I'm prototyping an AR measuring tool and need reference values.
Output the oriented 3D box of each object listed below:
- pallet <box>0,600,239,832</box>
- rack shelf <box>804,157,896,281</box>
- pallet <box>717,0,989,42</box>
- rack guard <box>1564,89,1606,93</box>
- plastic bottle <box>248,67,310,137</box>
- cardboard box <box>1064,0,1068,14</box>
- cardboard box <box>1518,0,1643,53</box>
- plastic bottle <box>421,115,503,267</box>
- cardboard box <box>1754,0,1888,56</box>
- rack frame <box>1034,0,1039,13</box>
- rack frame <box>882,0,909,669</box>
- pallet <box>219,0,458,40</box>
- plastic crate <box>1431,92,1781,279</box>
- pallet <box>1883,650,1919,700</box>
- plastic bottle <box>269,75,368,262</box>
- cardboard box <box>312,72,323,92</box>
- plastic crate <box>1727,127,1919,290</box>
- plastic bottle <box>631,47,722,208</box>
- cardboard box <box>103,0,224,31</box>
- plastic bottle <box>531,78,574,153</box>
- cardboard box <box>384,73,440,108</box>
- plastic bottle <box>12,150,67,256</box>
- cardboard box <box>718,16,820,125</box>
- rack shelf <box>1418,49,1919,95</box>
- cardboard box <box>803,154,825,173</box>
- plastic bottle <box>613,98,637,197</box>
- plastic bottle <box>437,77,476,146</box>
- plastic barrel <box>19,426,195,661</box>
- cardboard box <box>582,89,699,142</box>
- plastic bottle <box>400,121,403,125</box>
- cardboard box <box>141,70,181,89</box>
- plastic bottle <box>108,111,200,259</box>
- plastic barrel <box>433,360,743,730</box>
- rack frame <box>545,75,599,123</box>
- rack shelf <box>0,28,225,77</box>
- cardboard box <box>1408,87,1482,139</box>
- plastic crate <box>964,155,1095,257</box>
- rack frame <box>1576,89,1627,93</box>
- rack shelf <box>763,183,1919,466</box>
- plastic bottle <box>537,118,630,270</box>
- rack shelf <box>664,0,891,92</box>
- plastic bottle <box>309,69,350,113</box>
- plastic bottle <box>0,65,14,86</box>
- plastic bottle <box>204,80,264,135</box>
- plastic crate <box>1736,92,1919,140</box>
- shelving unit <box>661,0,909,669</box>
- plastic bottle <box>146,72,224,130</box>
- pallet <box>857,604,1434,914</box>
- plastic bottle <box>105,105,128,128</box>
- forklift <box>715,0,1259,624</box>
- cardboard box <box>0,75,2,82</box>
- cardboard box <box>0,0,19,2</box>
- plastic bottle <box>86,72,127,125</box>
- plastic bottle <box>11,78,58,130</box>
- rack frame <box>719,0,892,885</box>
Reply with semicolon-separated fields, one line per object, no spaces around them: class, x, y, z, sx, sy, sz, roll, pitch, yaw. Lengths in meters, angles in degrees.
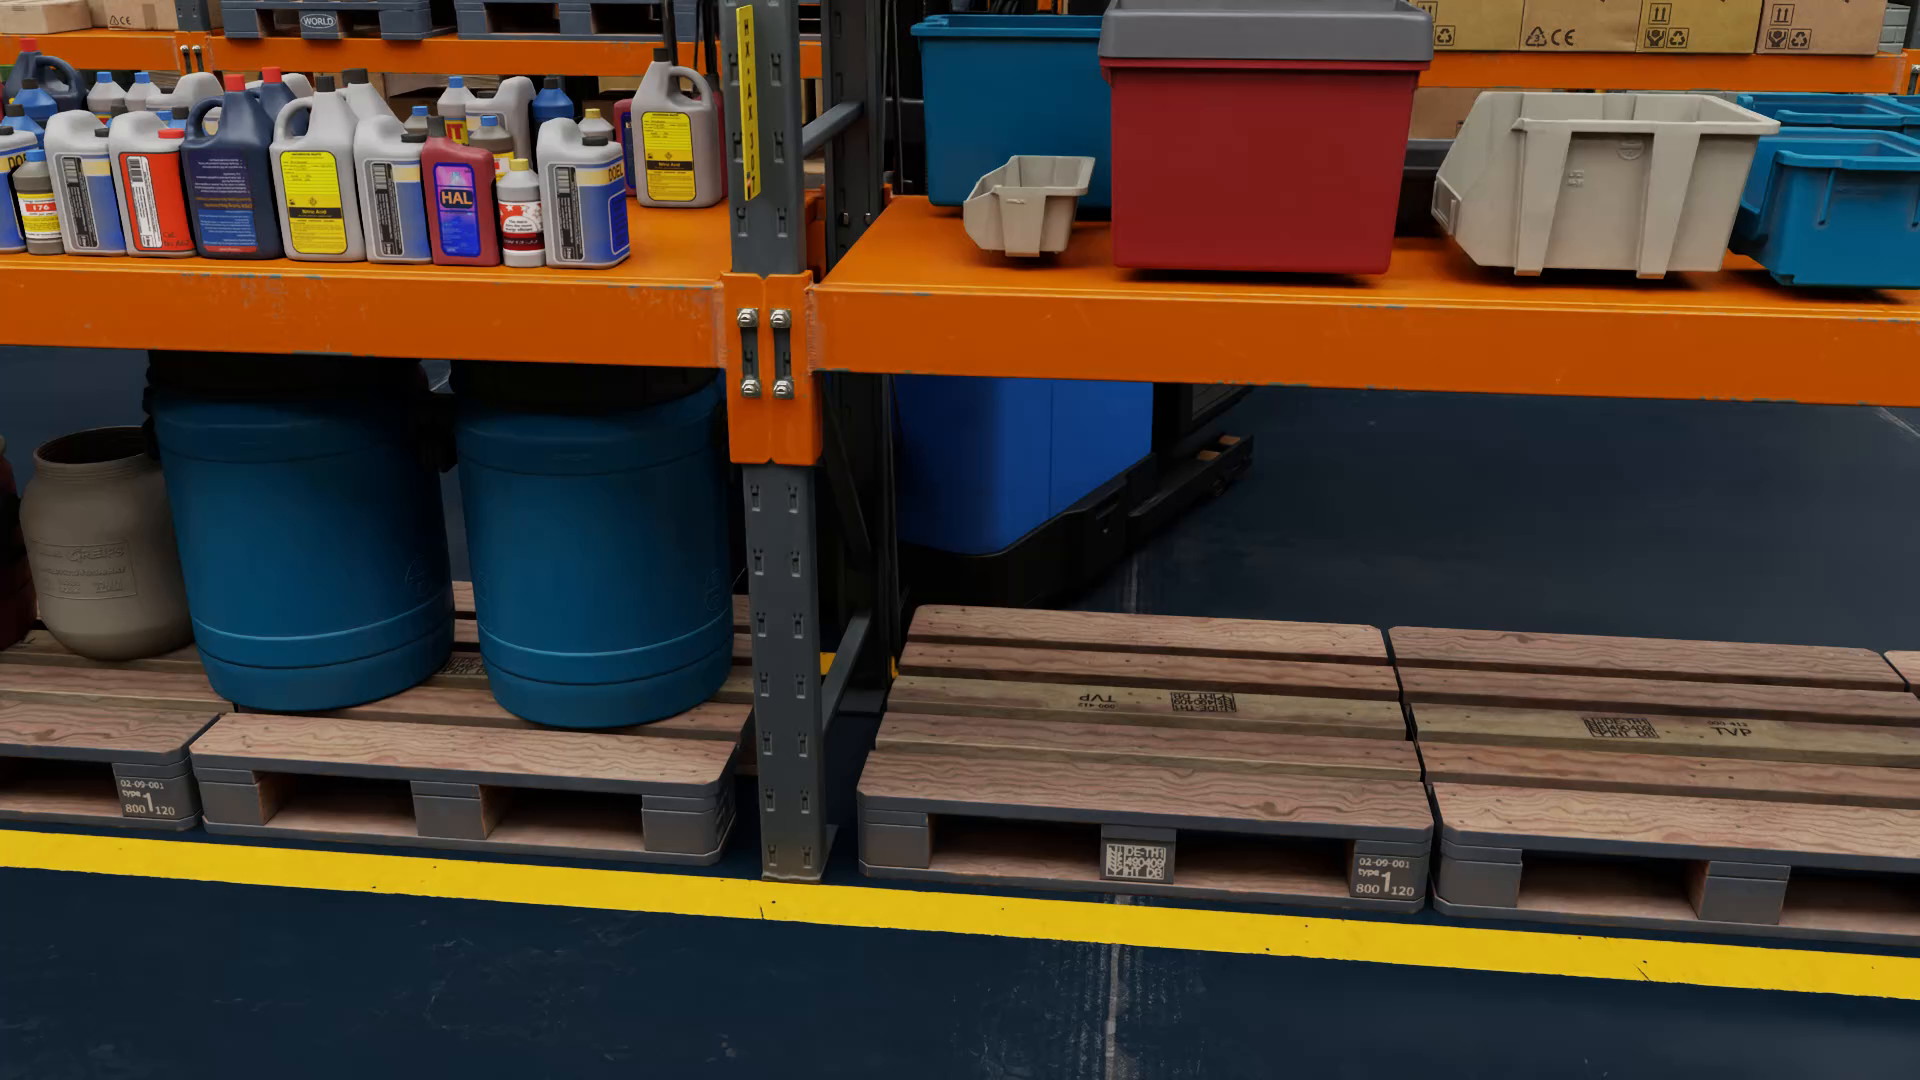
pallet;-2.281;0.357;4.250;1.213;0.211;1.003;2;22;6
rack shelf;-0.418;-0.705;4.319;0.480;0.518;0.431;0;19;7
pallet;-0.499;-2.633;8.280;1.213;0.211;1.003;2;22;6
rack guard;4.857;-3.120;12.651;0.348;0.500;1.175;2;22;6
plastic bottle;-1.422;-0.797;3.444;0.185;0.351;0.144;2;22;6
cardboard box;0.756;-2.573;7.731;0.500;0.500;0.500;3;22;8
cardboard box;2.767;-2.486;7.512;0.500;0.500;0.500;3;22;7
plastic bottle;-0.969;-0.677;3.232;0.133;0.283;0.061;2;22;6
cardboard box;3.778;-2.441;7.398;0.500;0.500;0.500;3;22;8
rack frame;0.282;-2.648;8.057;0.127;3.000;1.000;2;22;6
rack frame;-0.176;-0.716;4.286;0.015;2.100;0.400;0;19;7
pallet;-3.009;-2.728;8.521;1.003;0.211;1.213;2;22;6
plastic crate;1.190;-0.679;3.156;0.530;0.282;0.437;2;22;6
pallet;2.853;0.581;3.684;1.213;0.211;1.003;2;22;6
plastic bottle;-1.256;-0.737;3.290;0.185;0.351;0.144;2;22;6
cardboard box;-5.329;-3.778;13.718;0.500;0.500;0.700;3;22;7
plastic crate;1.598;-0.612;3.053;0.300;0.233;0.416;2;22;6
plastic bottle;-0.656;-0.952;3.834;0.185;0.351;0.144;2;22;6
cardboard box;-4.046;-2.811;8.591;0.500;0.311;0.500;4;22;10
plastic bottle;-0.964;-0.959;3.962;0.097;0.271;0.097;0;22;0
cardboard box;-4.330;-3.748;13.643;0.500;0.500;0.700;2;22;6
plastic bottle;-1.850;-0.684;3.361;0.097;0.201;0.097;0;22;0
cardboard box;-1.527;-3.705;13.084;0.750;0.750;0.750;2;22;6
rack shelf;2.268;-2.227;7.970;4.000;0.370;1.077;2;22;6
cardboard box;-0.732;-1.631;8.287;0.500;0.500;0.500;3;22;6
plastic bottle;-0.751;-0.962;3.953;0.133;0.283;0.061;2;22;6
plastic bottle;-1.195;-0.969;3.987;0.097;0.271;0.097;0;22;0
plastic barrel;-2.096;0.005;4.160;0.421;0.512;0.421;0;22;0
cardboard box;-1.661;-2.213;8.740;0.500;0.250;0.500;2;22;5
plastic bottle;-1.388;-0.945;4.021;0.097;0.201;0.097;0;22;0
cardboard box;-6.350;-3.819;13.821;0.500;0.500;0.700;3;22;8
plastic bottle;-1.598;-0.718;3.346;0.135;0.276;0.152;2;22;6
plastic barrel;-0.843;-0.089;3.867;0.708;0.901;0.600;2;22;6
rack frame;-3.111;-4.629;13.070;0.127;3.000;1.000;2;22;6
rack shelf;-5.676;-2.573;8.846;4.000;0.370;1.077;2;22;6
cardboard box;3.630;-3.332;12.616;0.500;0.500;0.700;2;22;6
plastic crate;0.141;-0.672;3.337;0.243;0.136;0.396;2;22;6
rack frame;4.834;-4.283;12.194;0.127;3.000;1.000;2;22;6
rack shelf;1.682;-0.418;3.396;4.000;0.370;1.077;2;22;6
plastic bottle;-0.734;-0.681;3.250;0.135;0.276;0.152;2;22;6
rack shelf;-0.440;-1.368;4.097;0.480;0.518;0.431;0;19;7
plastic bottle;-1.500;-0.995;4.036;0.133;0.283;0.061;2;22;6
plastic bottle;-2.374;-1.033;4.132;0.133;0.283;0.061;2;22;6
plastic bottle;-1.657;-0.925;3.869;0.135;0.276;0.152;2;22;6
plastic crate;1.856;-0.817;3.573;0.300;0.233;0.416;2;22;6
shelving unit;-0.418;-0.718;4.315;0.503;2.100;0.431;0;19;7
plastic bottle;-1.869;-0.991;4.035;0.135;0.276;0.152;2;22;6
pallet;0.430;0.475;3.951;1.213;0.211;1.003;2;22;6
plastic bottle;-1.735;-0.768;3.478;0.097;0.271;0.097;0;22;0
forklift;0.400;-1.589;5.474;1.130;2.935;3.031;12;25;28
cardboard box;-8.118;-3.875;13.963;0.500;0.500;0.500;1;22;2
cardboard box;-4.963;-2.738;8.628;0.250;0.149;0.380;4;22;10
plastic bottle;-2.078;-1.008;4.084;0.097;0.271;0.097;0;22;0
plastic bottle;-2.191;-0.959;3.962;0.097;0.271;0.097;0;22;0
rack frame;-0.305;-0.839;3.483;0.127;3.000;1.000;2;22;6
